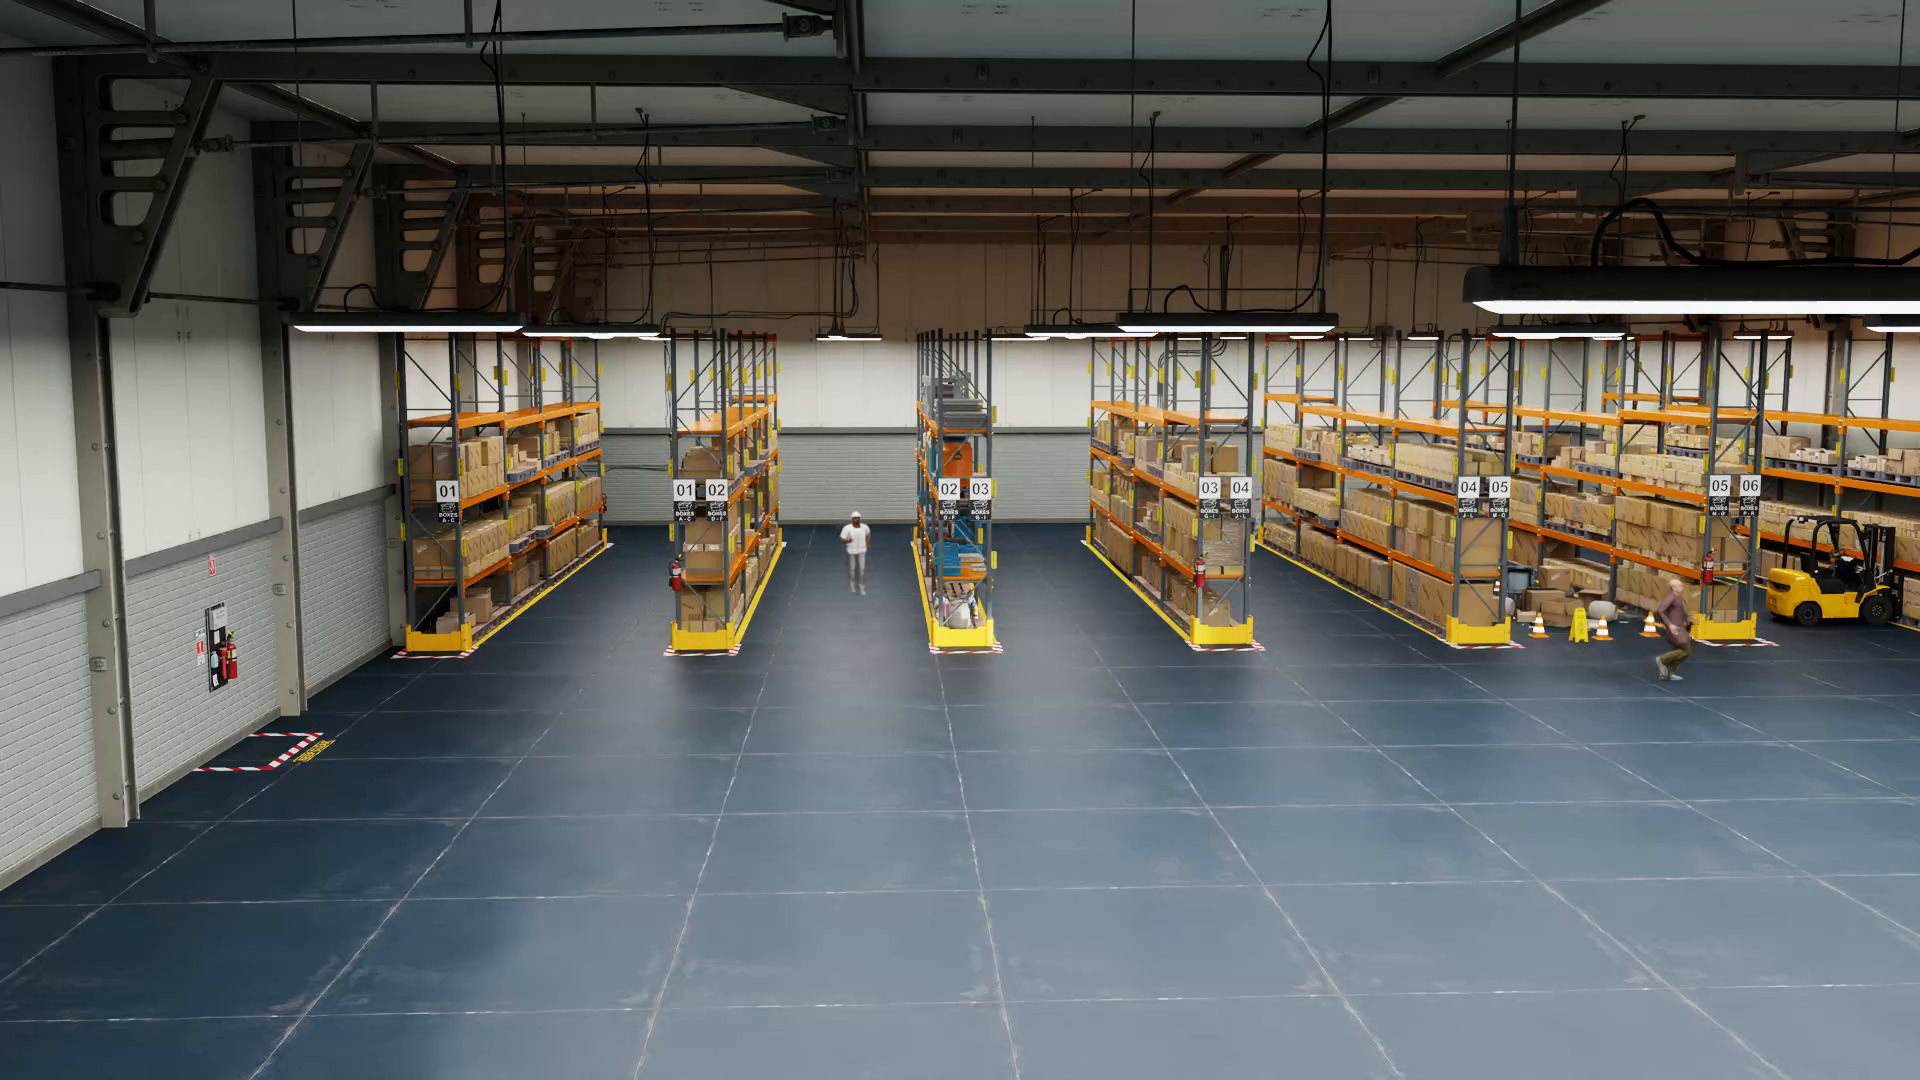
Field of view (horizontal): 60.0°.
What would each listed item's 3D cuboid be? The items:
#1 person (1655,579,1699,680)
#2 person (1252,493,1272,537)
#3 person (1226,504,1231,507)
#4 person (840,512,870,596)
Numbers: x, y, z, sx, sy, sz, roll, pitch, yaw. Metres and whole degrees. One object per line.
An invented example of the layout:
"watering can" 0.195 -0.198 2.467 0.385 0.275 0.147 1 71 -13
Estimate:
"person" 12.191 1.536 28.246 0.627 1.727 0.700 5 8 35
"person" 8.958 -0.942 48.998 0.955 1.740 0.706 -1 7 -6
"person" 7.407 -0.716 47.545 0.786 1.732 0.798 2 7 15
"person" -2.245 0.284 36.043 0.692 1.803 0.845 -1 7 -12
